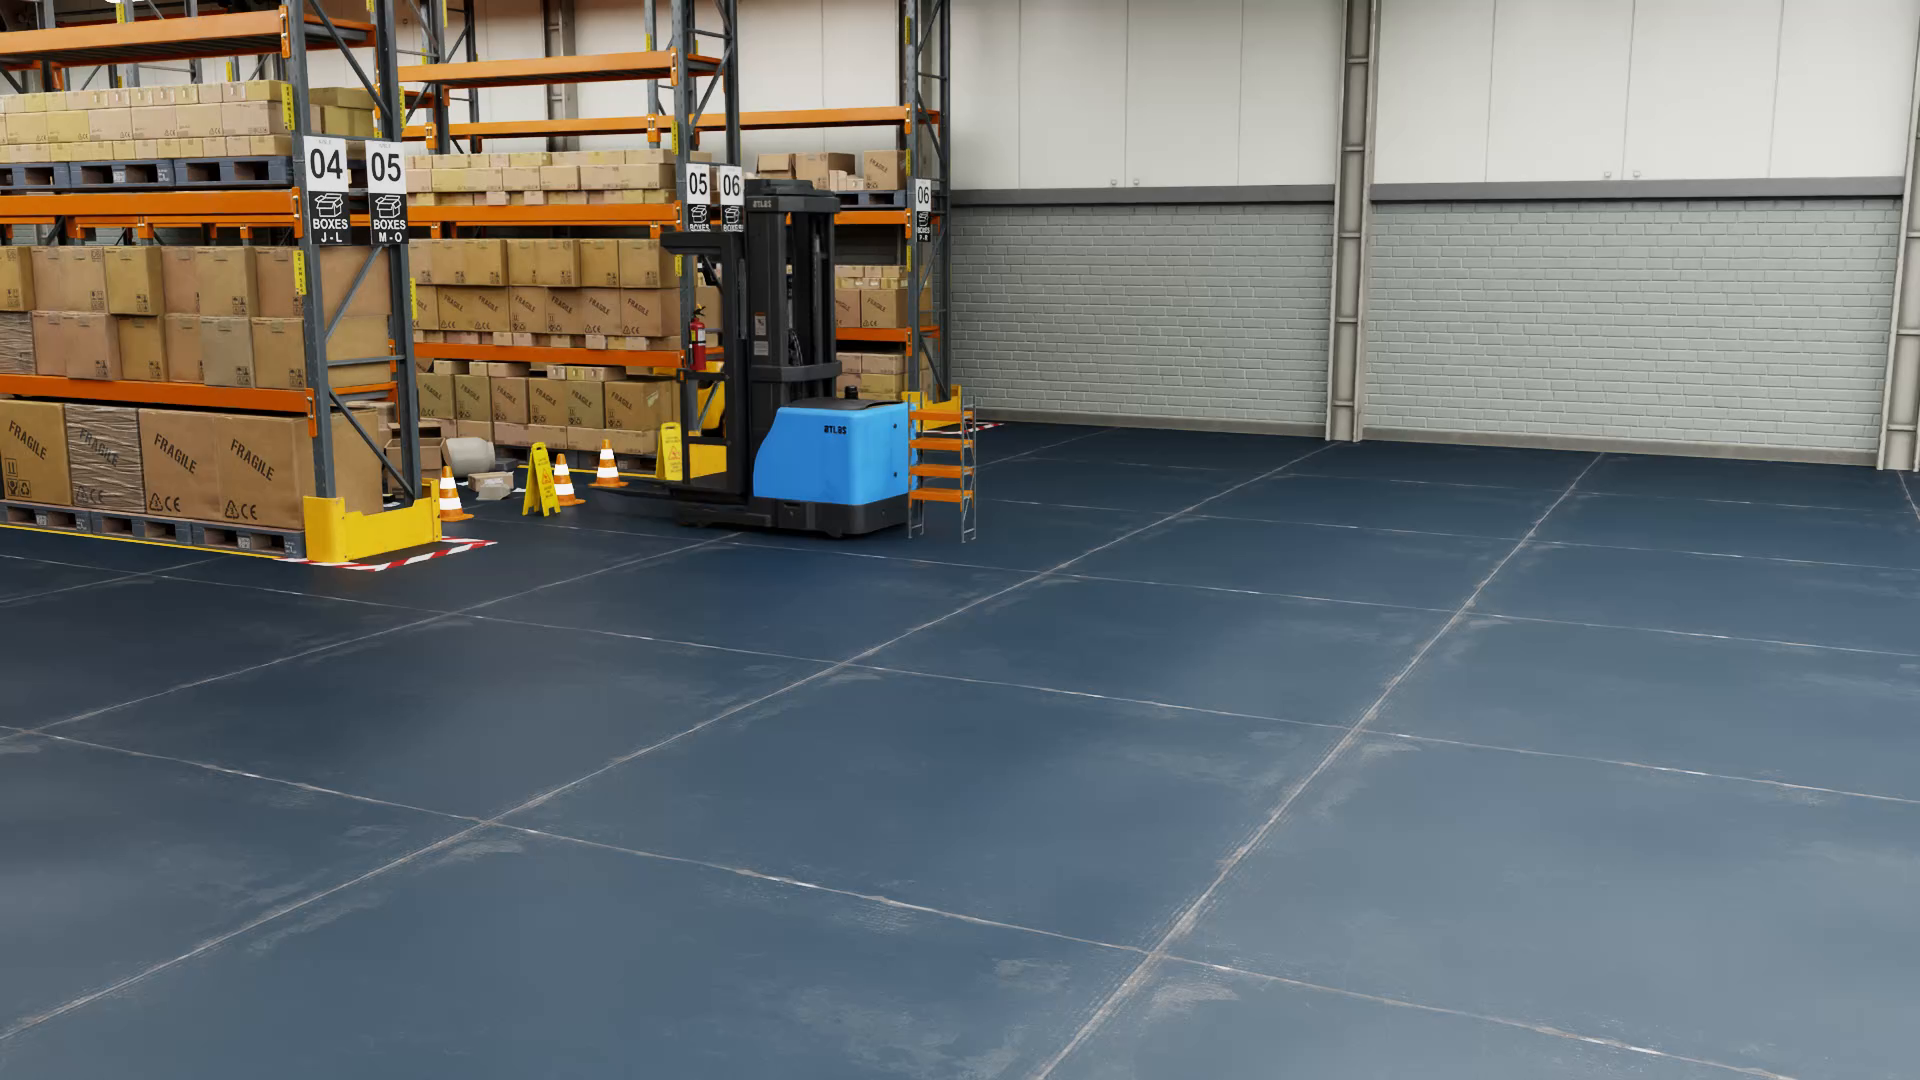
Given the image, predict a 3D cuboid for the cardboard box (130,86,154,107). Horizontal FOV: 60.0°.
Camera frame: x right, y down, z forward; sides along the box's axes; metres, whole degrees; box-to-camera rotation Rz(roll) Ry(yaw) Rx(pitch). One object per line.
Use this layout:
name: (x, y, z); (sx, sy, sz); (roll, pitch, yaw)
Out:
cardboard box: (-6.284, -3.475, 13.094); (0.250, 0.149, 0.380); (5, 11, 25)

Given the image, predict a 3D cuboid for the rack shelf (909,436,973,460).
rack shelf: (-0.148, -0.757, 13.668); (0.480, 0.148, 0.258); (5, 11, 26)

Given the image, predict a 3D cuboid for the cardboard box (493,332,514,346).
cardboard box: (-4.895, -2.214, 18.246); (0.250, 0.149, 0.380); (5, 11, 26)

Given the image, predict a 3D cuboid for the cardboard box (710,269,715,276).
cardboard box: (-3.324, -3.726, 22.960); (0.250, 0.149, 0.380); (5, 11, 25)

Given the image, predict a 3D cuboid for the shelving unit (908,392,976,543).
shelving unit: (-0.148, -0.603, 13.695); (0.503, 1.200, 0.258); (5, 11, 26)

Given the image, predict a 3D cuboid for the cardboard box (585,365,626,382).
cardboard box: (-3.784, -1.782, 17.770); (0.250, 0.149, 0.380); (5, 12, 27)

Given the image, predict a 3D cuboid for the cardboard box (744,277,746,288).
cardboard box: (-2.914, -3.522, 22.665); (0.250, 0.149, 0.380); (5, 11, 25)

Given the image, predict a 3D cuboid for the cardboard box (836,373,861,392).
cardboard box: (-1.419, -2.123, 22.176); (0.500, 0.250, 0.500); (5, 11, 25)

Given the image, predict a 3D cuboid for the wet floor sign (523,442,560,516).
wet floor sign: (-3.789, -0.558, 15.000); (0.232, 0.644, 0.267); (3, 11, 16)

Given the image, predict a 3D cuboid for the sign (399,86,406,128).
sign: (-4.440, -3.435, 13.190); (0.005, 0.325, 0.100); (5, 11, 26)

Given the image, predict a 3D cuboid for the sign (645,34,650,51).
sign: (-4.215, -6.672, 22.482); (0.005, 0.325, 0.100); (5, 11, 26)

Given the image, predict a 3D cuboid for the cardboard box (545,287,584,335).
cardboard box: (-4.094, -2.475, 17.868); (0.500, 0.500, 0.500); (5, 11, 26)

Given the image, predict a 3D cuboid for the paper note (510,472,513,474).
paper note: (-4.807, -0.709, 17.562); (0.148, 0.019, 0.142); (1, 10, 6)

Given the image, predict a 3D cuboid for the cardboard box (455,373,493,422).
cardboard box: (-5.284, -1.609, 18.632); (0.500, 0.500, 0.500); (6, 12, 28)

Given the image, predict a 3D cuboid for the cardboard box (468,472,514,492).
cardboard box: (-4.660, -0.579, 16.509); (0.380, 0.149, 0.250); (-7, 12, -33)

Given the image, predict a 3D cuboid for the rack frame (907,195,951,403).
rack frame: (-0.399, -2.994, 21.849); (0.127, 3.000, 1.000); (5, 11, 26)

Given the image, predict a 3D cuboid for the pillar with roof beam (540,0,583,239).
pillar with roof beam: (-7.910, -5.930, 21.227); (0.400, 9.000, 9.100); (5, 11, 26)

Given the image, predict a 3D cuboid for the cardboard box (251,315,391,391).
cardboard box: (-5.044, -1.498, 13.164); (0.550, 0.550, 0.875); (5, 11, 26)

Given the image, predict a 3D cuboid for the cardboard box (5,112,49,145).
cardboard box: (-7.511, -3.399, 13.792); (0.500, 0.250, 0.500); (5, 11, 25)

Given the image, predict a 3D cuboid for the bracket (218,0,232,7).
bracket: (-11.915, -8.837, 27.185); (0.430, 0.232, 0.235); (5, 11, 26)

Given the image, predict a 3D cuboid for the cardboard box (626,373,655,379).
cardboard box: (-3.685, -1.573, 18.437); (0.500, 0.500, 0.500); (5, 11, 24)

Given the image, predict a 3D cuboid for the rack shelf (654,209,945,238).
rack shelf: (-2.192, -4.273, 22.517); (4.000, 0.370, 1.077); (5, 11, 26)

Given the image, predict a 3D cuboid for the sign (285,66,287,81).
sign: (-10.920, -7.518, 26.935); (0.005, 0.325, 0.100); (5, 11, 26)

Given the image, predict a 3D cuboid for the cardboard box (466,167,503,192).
cardboard box: (-4.995, -3.905, 18.050); (0.500, 0.250, 0.500); (5, 11, 26)

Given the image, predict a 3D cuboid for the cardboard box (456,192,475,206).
cardboard box: (-5.320, -3.747, 18.294); (0.250, 0.149, 0.380); (5, 12, 28)

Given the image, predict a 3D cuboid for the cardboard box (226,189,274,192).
cardboard box: (-8.385, -4.242, 20.035); (0.637, 0.503, 0.797); (5, 11, 26)

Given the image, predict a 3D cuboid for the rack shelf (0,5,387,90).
rack shelf: (-6.485, -3.961, 13.492); (4.000, 0.370, 1.077); (5, 11, 26)

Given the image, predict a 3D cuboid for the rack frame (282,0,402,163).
rack frame: (-4.691, -4.354, 12.521); (0.127, 3.000, 1.000); (5, 11, 26)

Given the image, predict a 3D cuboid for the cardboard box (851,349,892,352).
cardboard box: (-1.196, -2.446, 22.558); (0.500, 0.250, 0.500); (5, 11, 26)

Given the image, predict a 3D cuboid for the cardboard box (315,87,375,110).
cardboard box: (-4.850, -3.480, 13.119); (0.250, 0.149, 0.380); (5, 11, 26)

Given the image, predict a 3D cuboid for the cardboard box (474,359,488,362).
cardboard box: (-7.020, -2.611, 25.223); (0.625, 0.625, 0.875); (5, 12, 28)

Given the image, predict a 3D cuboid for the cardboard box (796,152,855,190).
cardboard box: (-1.778, -4.867, 22.039); (0.500, 0.500, 0.700); (5, 11, 26)

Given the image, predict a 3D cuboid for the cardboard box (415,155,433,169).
cardboard box: (-5.795, -4.168, 18.381); (0.250, 0.149, 0.380); (5, 12, 28)

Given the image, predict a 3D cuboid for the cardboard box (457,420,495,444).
cardboard box: (-5.285, -1.240, 18.699); (0.500, 0.250, 0.500); (6, 12, 29)

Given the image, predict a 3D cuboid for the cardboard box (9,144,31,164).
cardboard box: (-7.646, -3.203, 13.826); (0.250, 0.149, 0.380); (5, 11, 26)

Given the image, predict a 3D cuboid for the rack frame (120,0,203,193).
rack frame: (-9.766, -5.783, 20.416); (0.127, 3.000, 1.000); (5, 11, 26)

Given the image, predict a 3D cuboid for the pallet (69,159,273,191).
pallet: (-6.459, -2.987, 13.640); (1.213, 0.211, 1.003); (5, 11, 26)

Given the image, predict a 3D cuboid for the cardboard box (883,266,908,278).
cardboard box: (-0.813, -3.503, 21.726); (0.250, 0.149, 0.380); (5, 11, 26)

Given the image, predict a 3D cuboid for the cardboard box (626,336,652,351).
cardboard box: (-3.298, -2.075, 17.476); (0.250, 0.149, 0.380); (5, 11, 25)

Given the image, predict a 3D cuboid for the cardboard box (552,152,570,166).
cardboard box: (-4.121, -4.042, 17.685); (0.250, 0.149, 0.380); (5, 11, 24)

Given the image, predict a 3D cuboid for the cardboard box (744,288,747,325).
cardboard box: (-2.774, -3.203, 22.727); (0.500, 0.500, 0.500); (5, 11, 25)

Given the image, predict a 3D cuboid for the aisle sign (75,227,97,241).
aisle sign: (-14.938, -5.492, 28.355); (0.004, 0.787, 0.394); (5, 11, 26)

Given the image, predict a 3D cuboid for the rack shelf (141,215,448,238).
rack shelf: (-7.972, -3.796, 19.877); (4.000, 0.370, 1.077); (5, 11, 26)

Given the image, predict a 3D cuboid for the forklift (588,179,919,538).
forklift: (-1.894, -1.623, 14.465); (3.031, 2.935, 1.130); (6, 12, 28)

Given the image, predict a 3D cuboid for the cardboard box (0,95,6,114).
cardboard box: (-7.873, -3.615, 13.866); (0.250, 0.149, 0.380); (5, 11, 25)

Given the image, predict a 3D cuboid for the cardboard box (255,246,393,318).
cardboard box: (-5.007, -2.043, 13.142); (0.550, 0.550, 0.875); (5, 11, 26)

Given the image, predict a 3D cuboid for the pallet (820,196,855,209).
pallet: (-2.119, -4.582, 22.451); (1.213, 0.211, 1.003); (5, 11, 26)

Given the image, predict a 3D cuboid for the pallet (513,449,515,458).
pallet: (-5.561, -1.097, 19.196); (1.213, 0.211, 1.003); (5, 11, 26)

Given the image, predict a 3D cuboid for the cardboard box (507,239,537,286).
cardboard box: (-4.486, -3.020, 18.071); (0.500, 0.500, 0.700); (5, 11, 25)

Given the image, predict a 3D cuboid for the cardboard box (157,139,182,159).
cardboard box: (-6.053, -3.063, 13.053); (0.250, 0.149, 0.380); (5, 11, 25)

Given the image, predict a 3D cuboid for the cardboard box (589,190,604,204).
cardboard box: (-3.694, -3.608, 17.525); (0.250, 0.149, 0.380); (5, 11, 26)
